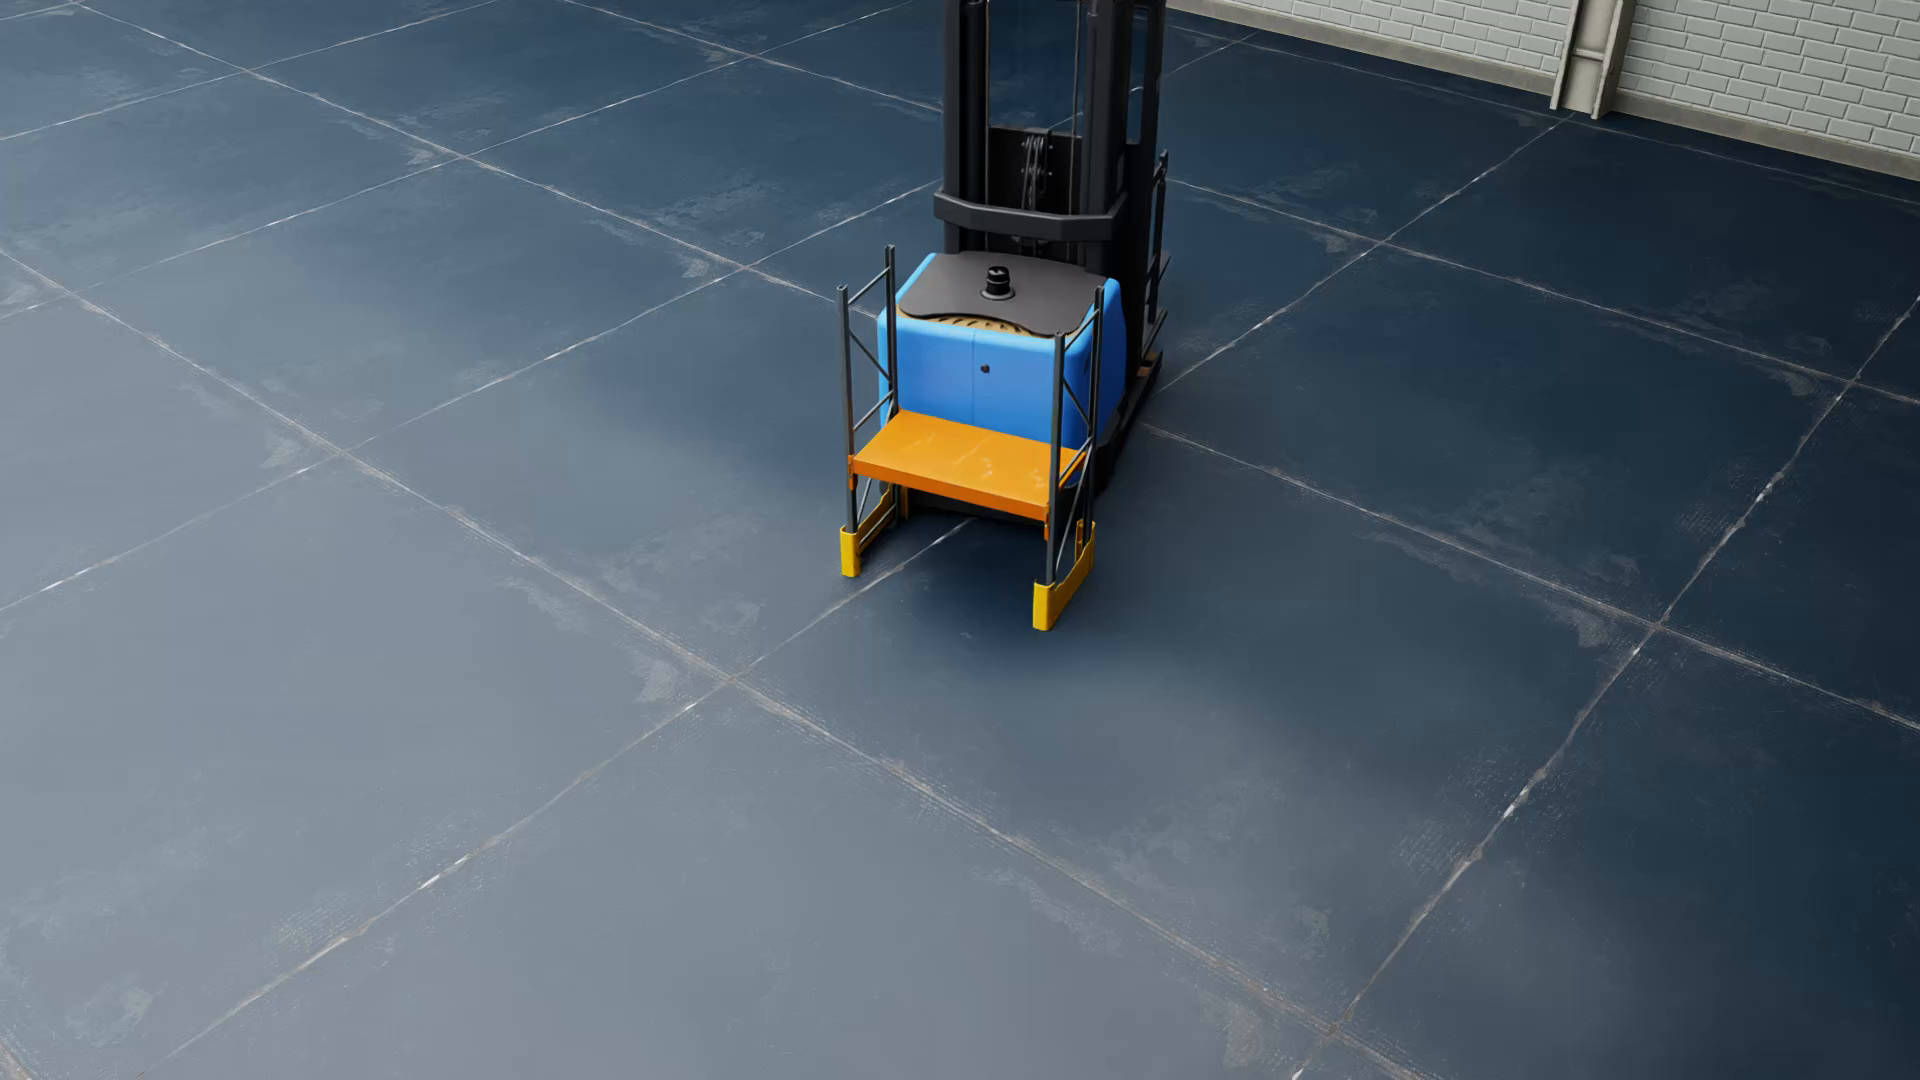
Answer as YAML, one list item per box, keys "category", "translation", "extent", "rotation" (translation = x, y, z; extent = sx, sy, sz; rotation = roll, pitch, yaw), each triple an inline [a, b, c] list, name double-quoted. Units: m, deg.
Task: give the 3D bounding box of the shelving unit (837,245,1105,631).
- category: "shelving unit"
  translation: [0.038, -0.474, 7.615]
  extent: [1.083, 1.500, 0.587]
  rotation: [15, 37, 20]

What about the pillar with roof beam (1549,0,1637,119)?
- category: "pillar with roof beam"
  translation: [2.197, -5.277, 7.985]
  extent: [0.400, 9.000, 9.100]
  rotation: [25, 42, 32]

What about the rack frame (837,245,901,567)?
- category: "rack frame"
  translation: [-0.415, -0.593, 7.788]
  extent: [0.032, 1.500, 0.500]
  rotation: [15, 37, 20]

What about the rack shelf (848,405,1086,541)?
- category: "rack shelf"
  translation: [0.046, -0.323, 7.714]
  extent: [1.000, 0.185, 0.538]
  rotation: [15, 37, 20]

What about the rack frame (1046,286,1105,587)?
- category: "rack frame"
  translation: [0.507, -0.350, 7.435]
  extent: [0.032, 1.500, 0.500]
  rotation: [15, 37, 20]

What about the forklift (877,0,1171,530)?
- category: "forklift"
  translation: [0.533, -2.091, 8.705]
  extent: [1.130, 2.935, 3.031]
  rotation: [11, 36, 15]

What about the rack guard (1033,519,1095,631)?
- category: "rack guard"
  translation: [0.490, 0.160, 7.796]
  extent: [0.087, 0.250, 0.587]
  rotation: [15, 37, 20]

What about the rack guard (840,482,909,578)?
- category: "rack guard"
  translation: [-0.414, -0.077, 8.141]
  extent: [0.087, 0.250, 0.587]
  rotation: [15, 37, 20]
